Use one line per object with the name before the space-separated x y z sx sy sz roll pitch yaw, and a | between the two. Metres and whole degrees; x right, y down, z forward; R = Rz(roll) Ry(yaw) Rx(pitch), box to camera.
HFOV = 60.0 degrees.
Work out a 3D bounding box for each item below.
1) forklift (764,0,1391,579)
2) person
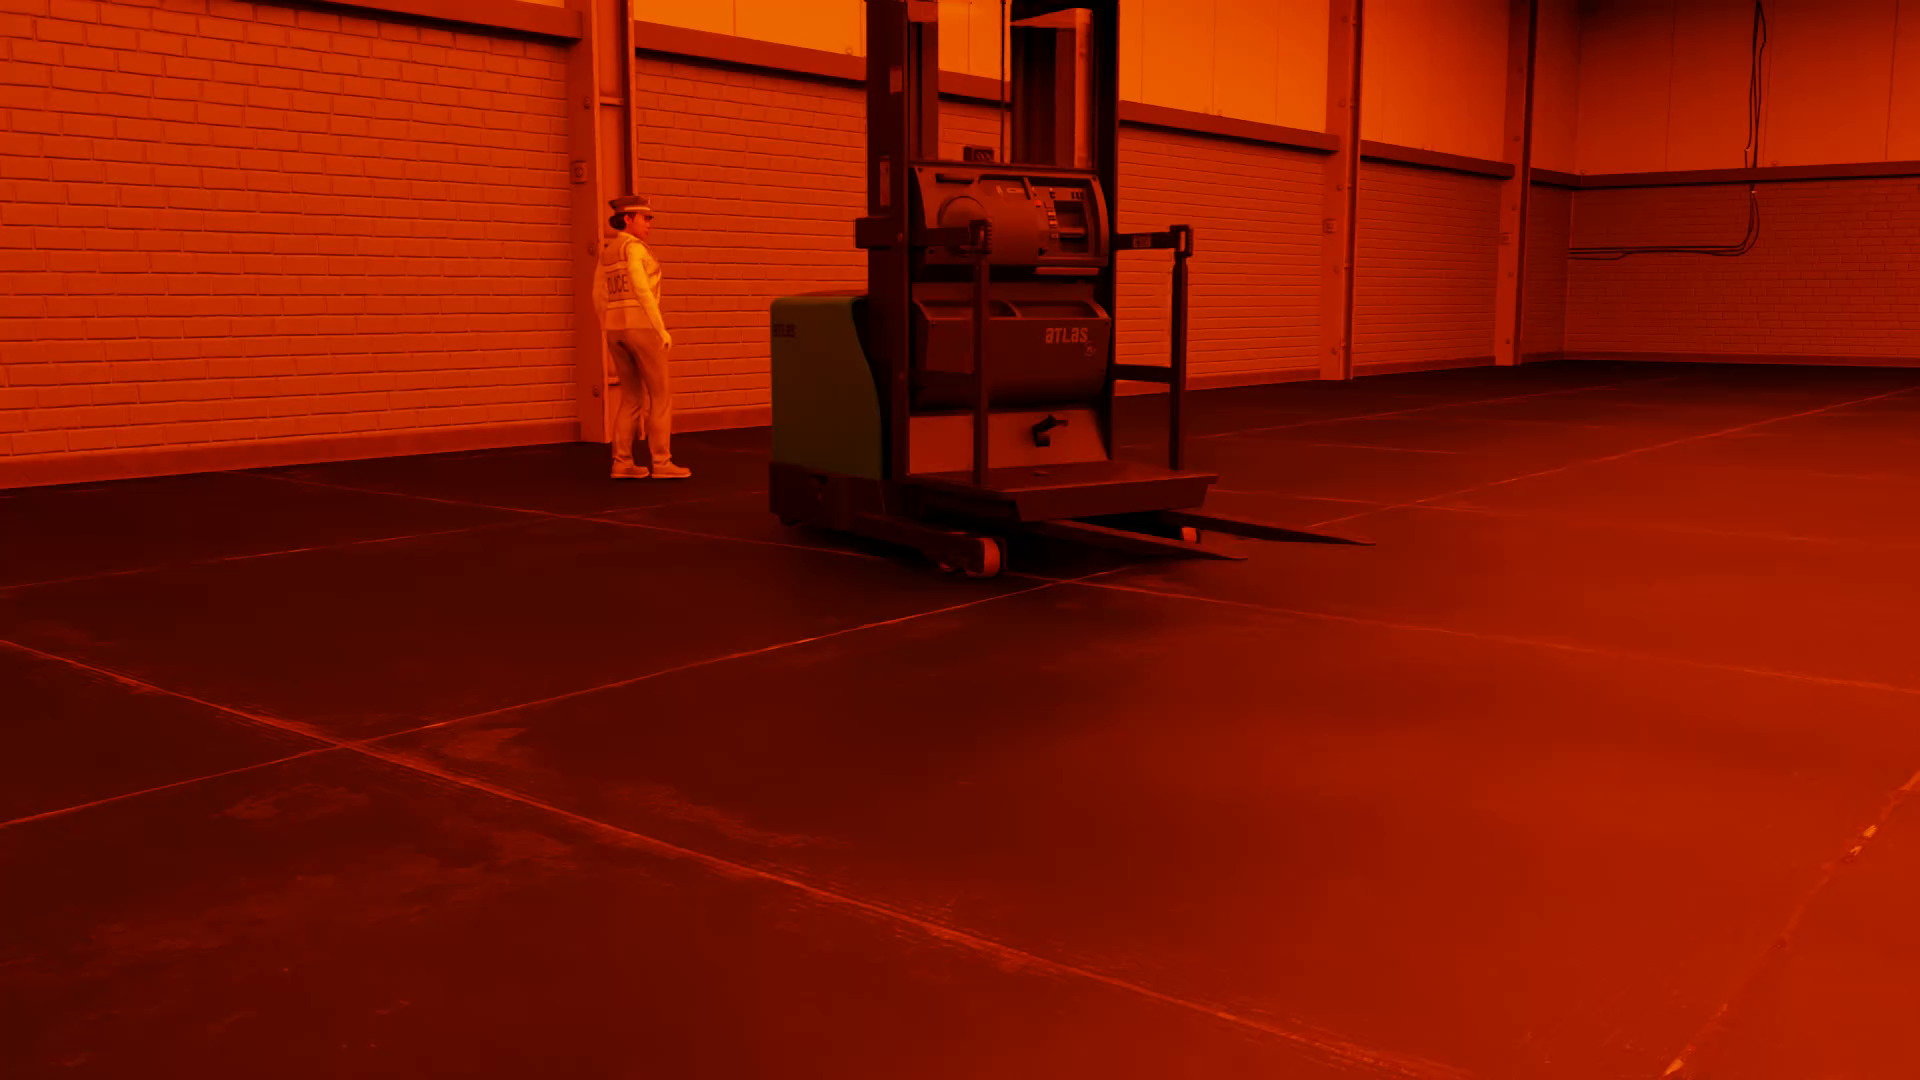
forklift | 0.363 -1.379 6.707 1.130 2.935 3.031 -6 10 -36
person | -1.871 -1.193 9.812 0.646 1.667 0.428 8 11 43
